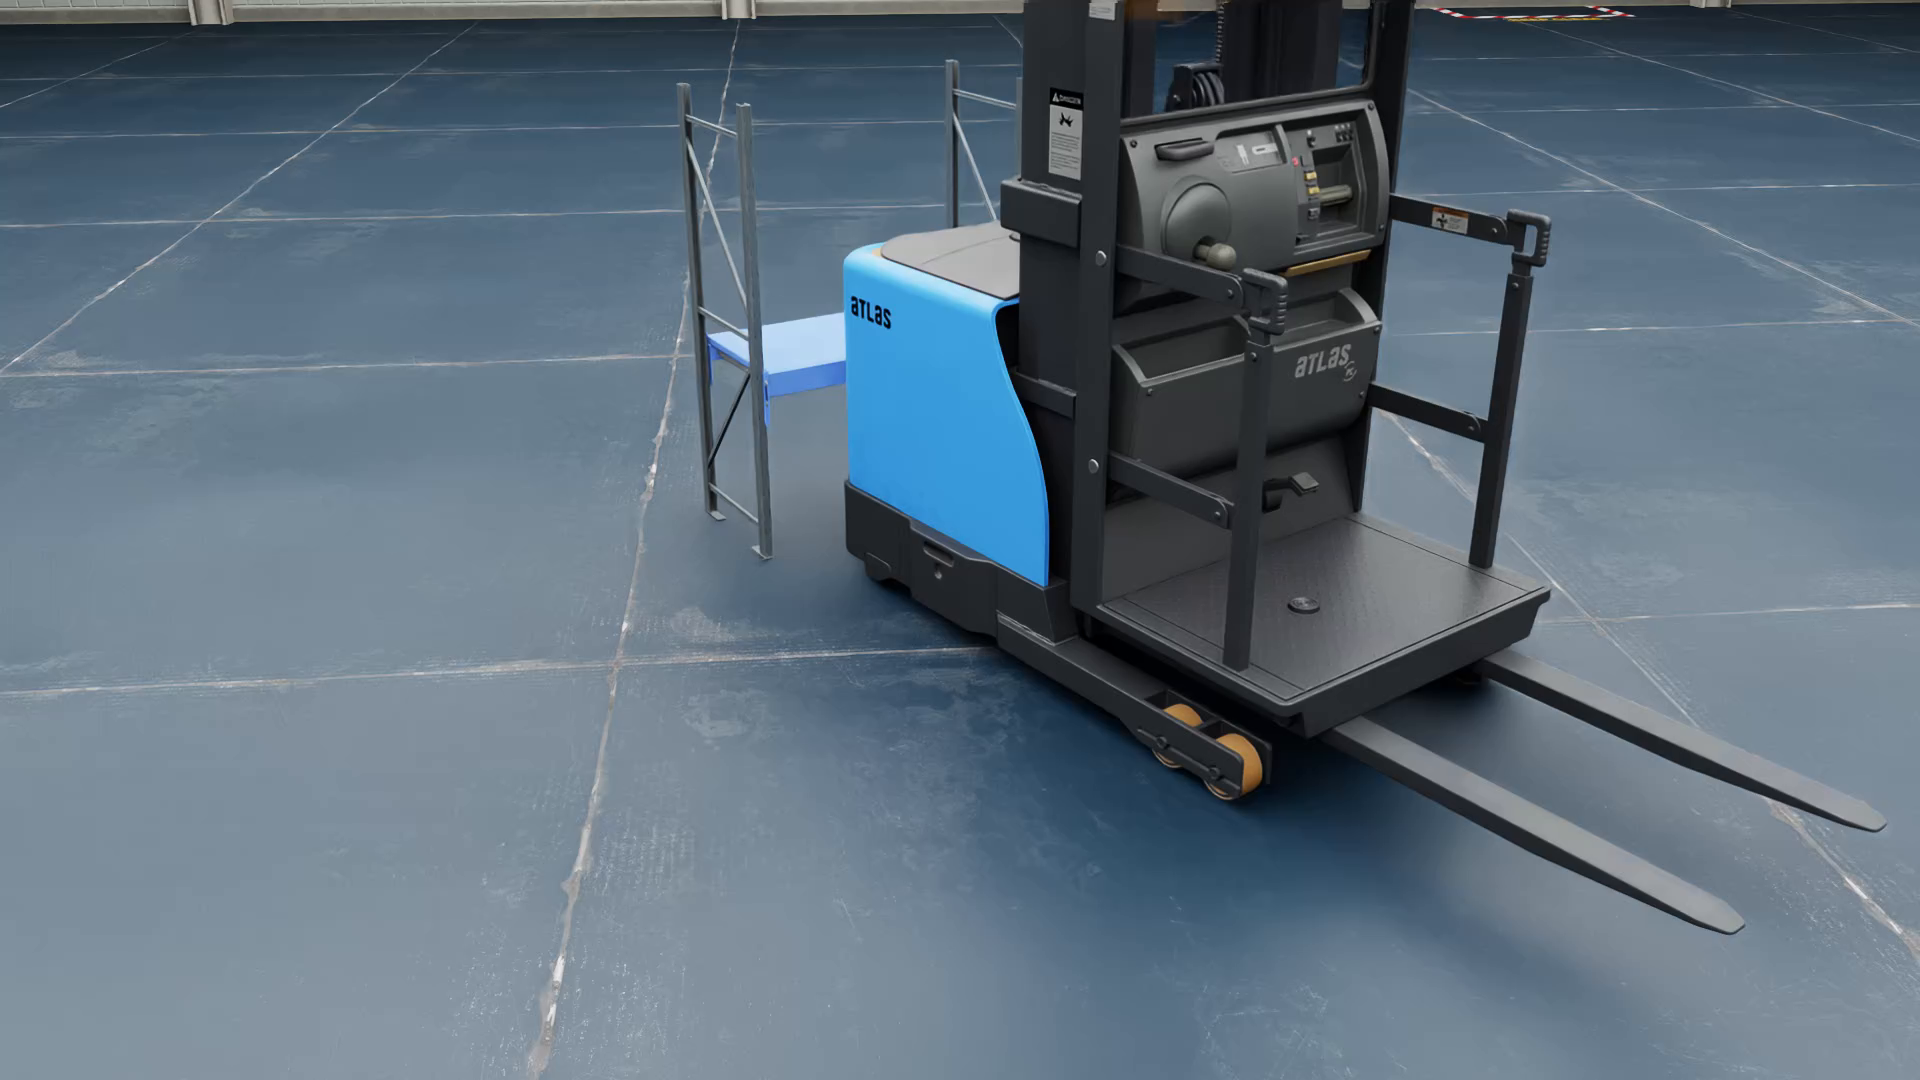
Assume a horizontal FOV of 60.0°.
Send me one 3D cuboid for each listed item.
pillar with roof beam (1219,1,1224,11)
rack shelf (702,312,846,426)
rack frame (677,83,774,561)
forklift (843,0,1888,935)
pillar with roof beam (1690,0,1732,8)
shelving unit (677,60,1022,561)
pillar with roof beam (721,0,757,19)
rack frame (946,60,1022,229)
[{"bbox_3d":[3.790,-8.785,14.435,0.400,9.000,9.100,-2,24,-5],"label":"pillar with roof beam"},{"bbox_3d":[-0.340,-0.650,5.808,1.000,0.185,0.538,-14,28,-29],"label":"rack shelf"},{"bbox_3d":[-0.773,-0.706,5.491,0.032,1.500,0.500,-14,28,-29],"label":"rack frame"},{"bbox_3d":[0.918,-0.902,4.171,1.130,2.935,3.031,-17,29,-34],"label":"forklift"},{"bbox_3d":[9.761,-9.024,14.974,0.400,9.000,9.100,-2,24,-5],"label":"pillar with roof beam"},{"bbox_3d":[-0.340,-0.814,5.735,1.048,1.500,0.538,-14,28,-29],"label":"shelving unit"},{"bbox_3d":[13.065,-5.624,7.324,29.331,9.000,26.411,-2,24,-5],"label":"pillar with roof beam"},{"bbox_3d":[0.092,-0.922,5.979,0.032,1.500,0.500,-14,28,-29],"label":"rack frame"}]
